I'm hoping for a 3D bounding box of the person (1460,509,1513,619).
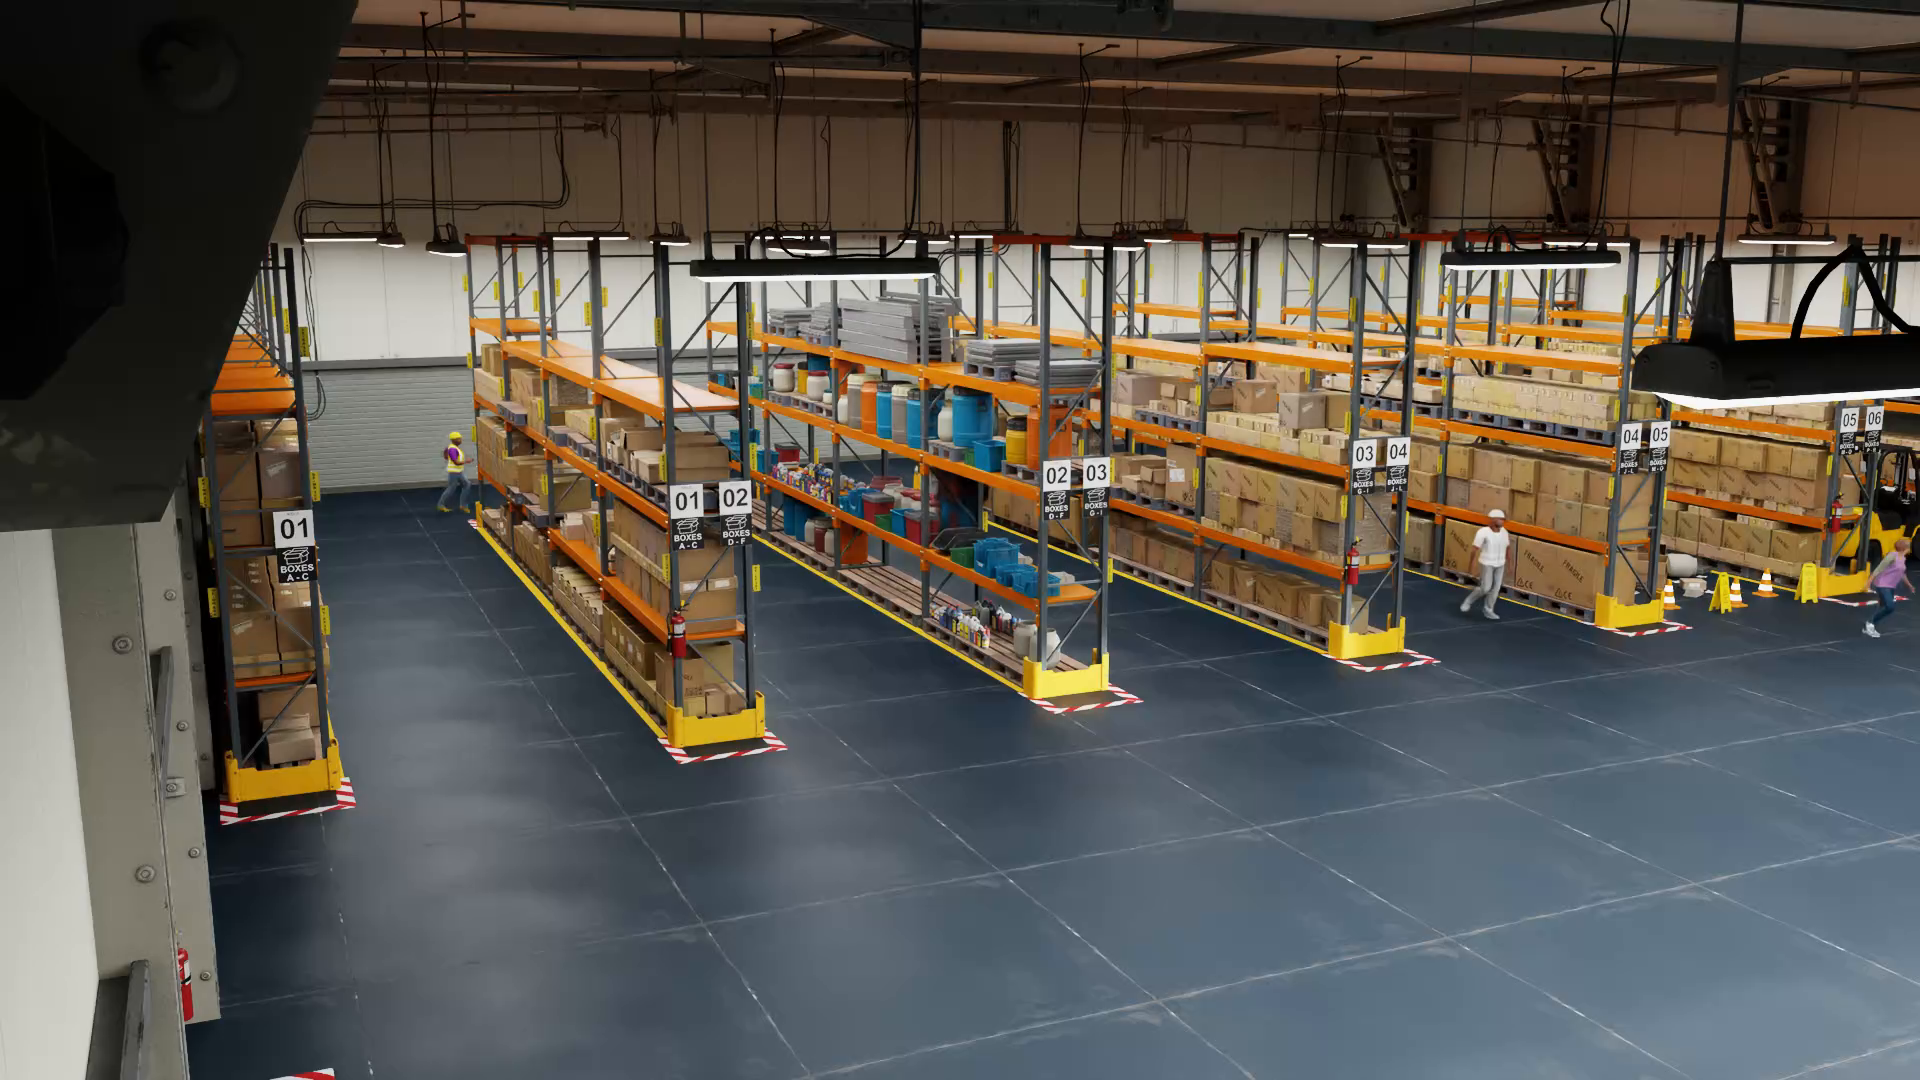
[{"bbox_3d":[8.415,0.374,26.550,0.691,1.754,0.549,-4,12,-20],"label":"person"}]

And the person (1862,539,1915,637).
[{"bbox_3d":[14.146,0.737,25.324,0.548,1.556,0.596,-9,14,-38],"label":"person"}]

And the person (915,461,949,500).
[{"bbox_3d":[-0.594,-1.251,35.305,0.692,1.581,1.111,-1,11,-7],"label":"person"}]

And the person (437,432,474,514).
[{"bbox_3d":[-10.875,-1.426,35.852,0.848,1.822,0.681,-1,11,-6],"label":"person"}]
